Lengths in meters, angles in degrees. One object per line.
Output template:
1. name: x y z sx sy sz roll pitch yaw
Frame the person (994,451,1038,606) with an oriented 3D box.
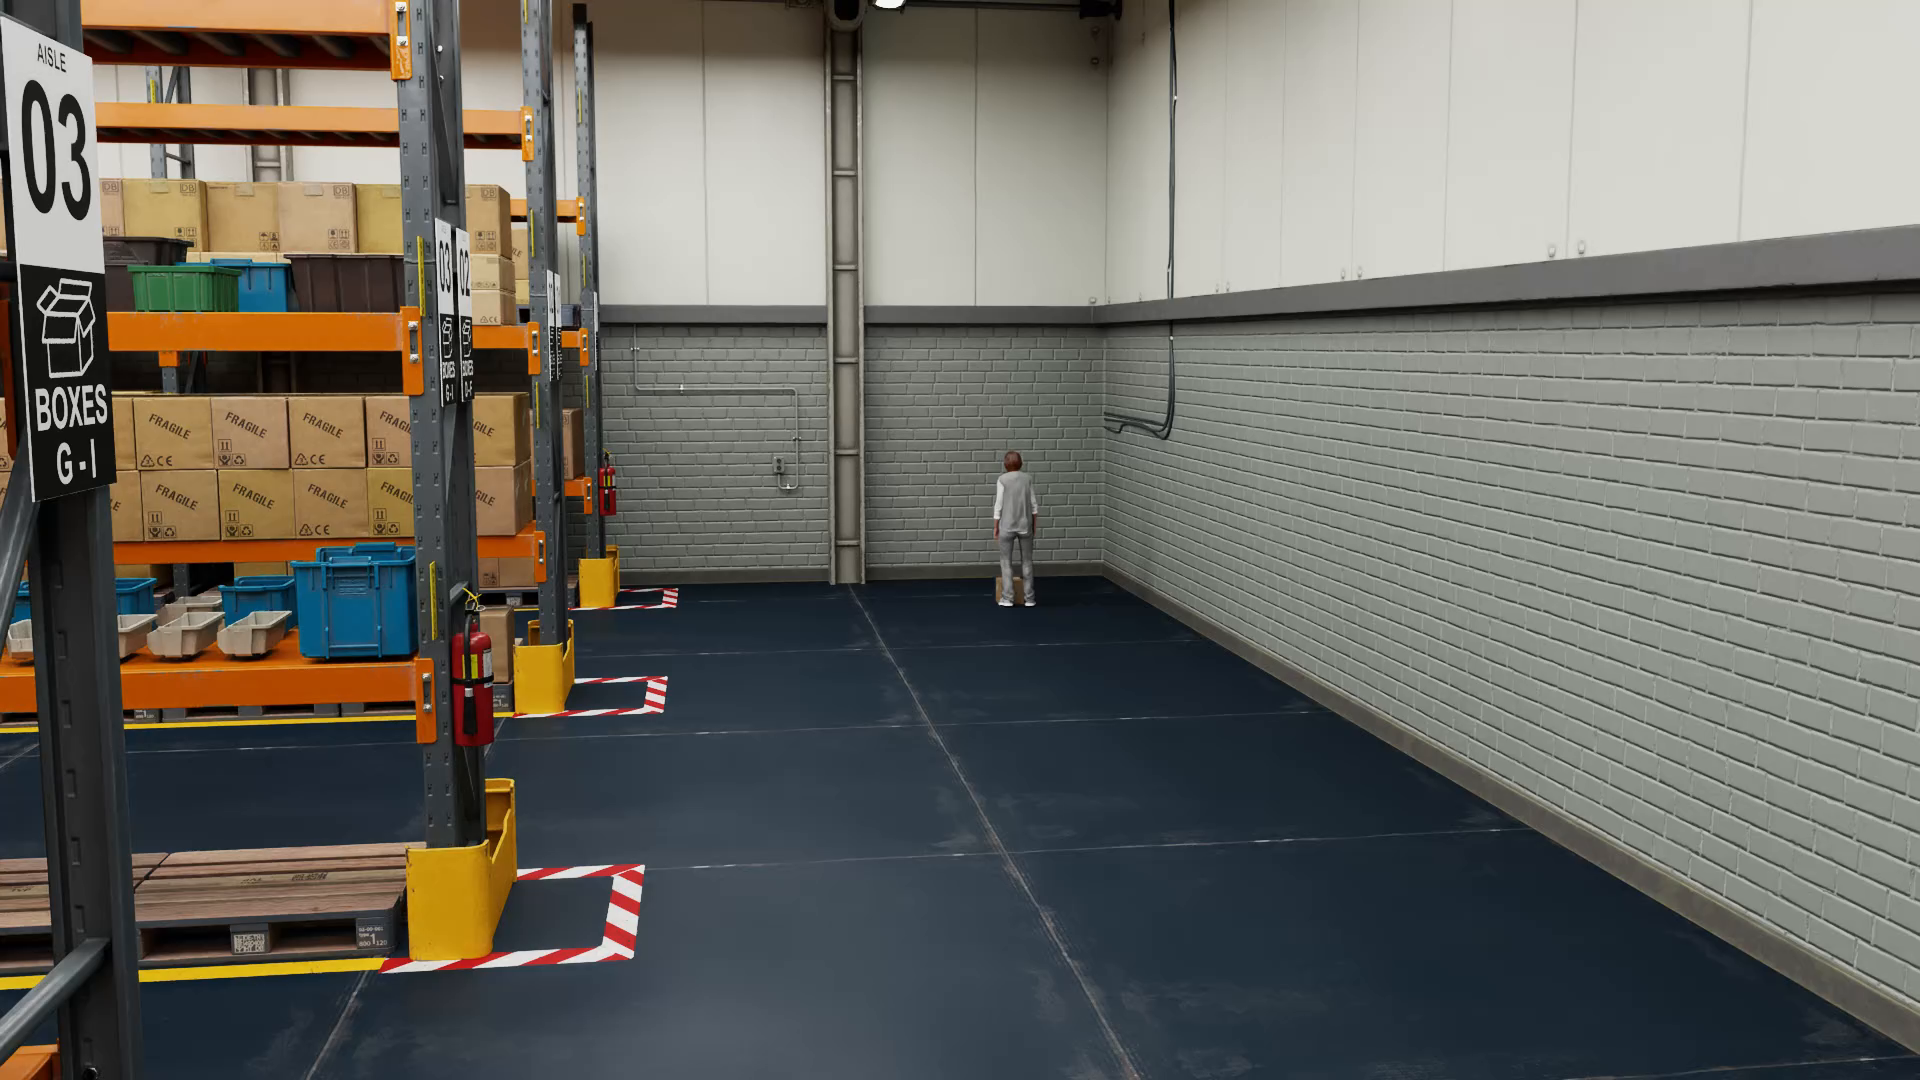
1. person: 0.565 -0.105 16.981 0.469 1.580 0.377 -1 7 -11
